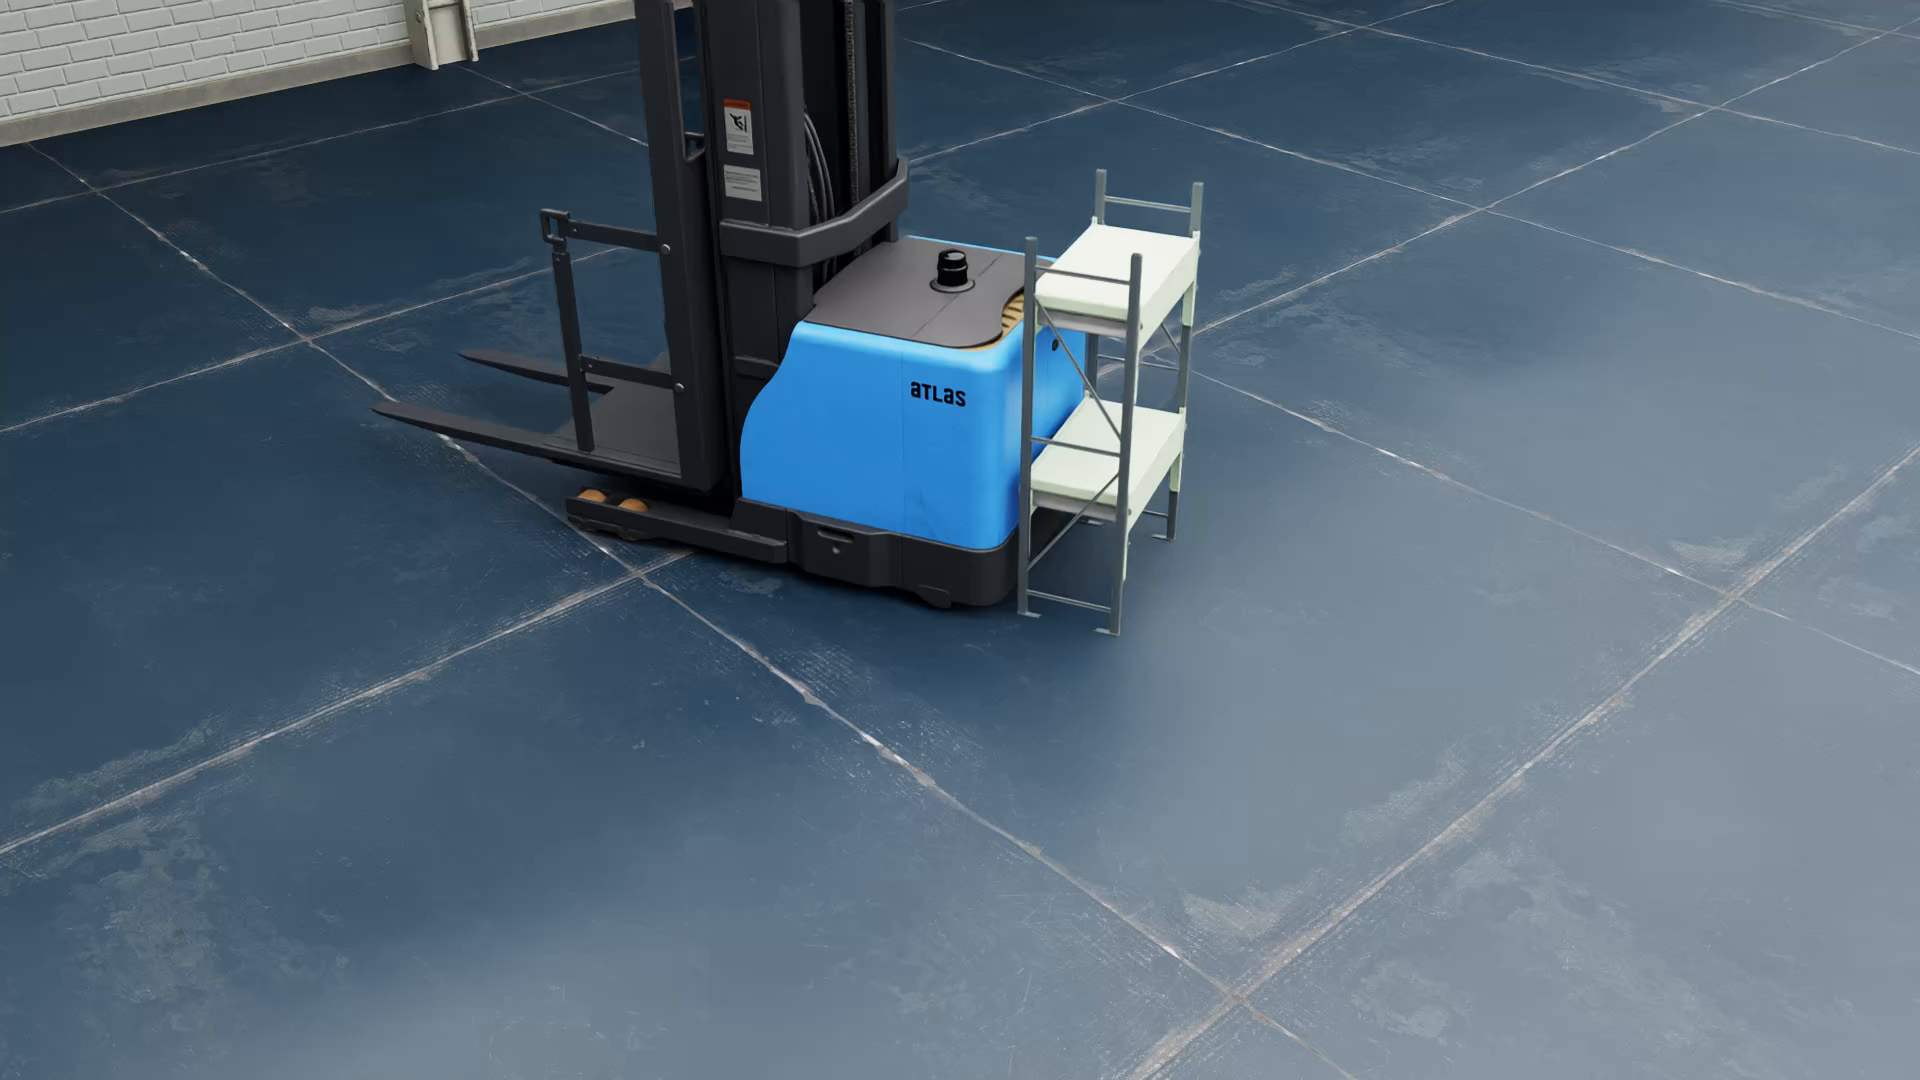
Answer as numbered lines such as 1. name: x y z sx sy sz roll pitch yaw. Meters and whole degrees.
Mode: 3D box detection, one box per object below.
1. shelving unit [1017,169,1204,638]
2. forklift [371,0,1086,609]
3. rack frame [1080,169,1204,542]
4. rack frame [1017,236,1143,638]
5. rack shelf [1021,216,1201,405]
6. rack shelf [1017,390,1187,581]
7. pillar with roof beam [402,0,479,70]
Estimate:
1. shelving unit: 0.546 -0.500 6.130 0.431 1.500 0.755 12 34 19
2. forklift: -1.055 -1.486 6.371 3.031 2.935 1.130 13 34 20
3. rack frame: 0.686 -0.676 6.418 0.400 1.500 0.023 12 34 19
4. rack frame: 0.405 -0.324 5.841 0.400 1.500 0.023 12 34 19
5. rack shelf: 0.546 -0.833 5.926 0.431 0.370 0.720 12 34 19
6. rack shelf: 0.546 -0.222 6.300 0.431 0.370 0.720 12 34 19
7. pillar with roof beam: -1.017 -5.868 7.720 0.400 9.000 9.100 -26 40 -35
